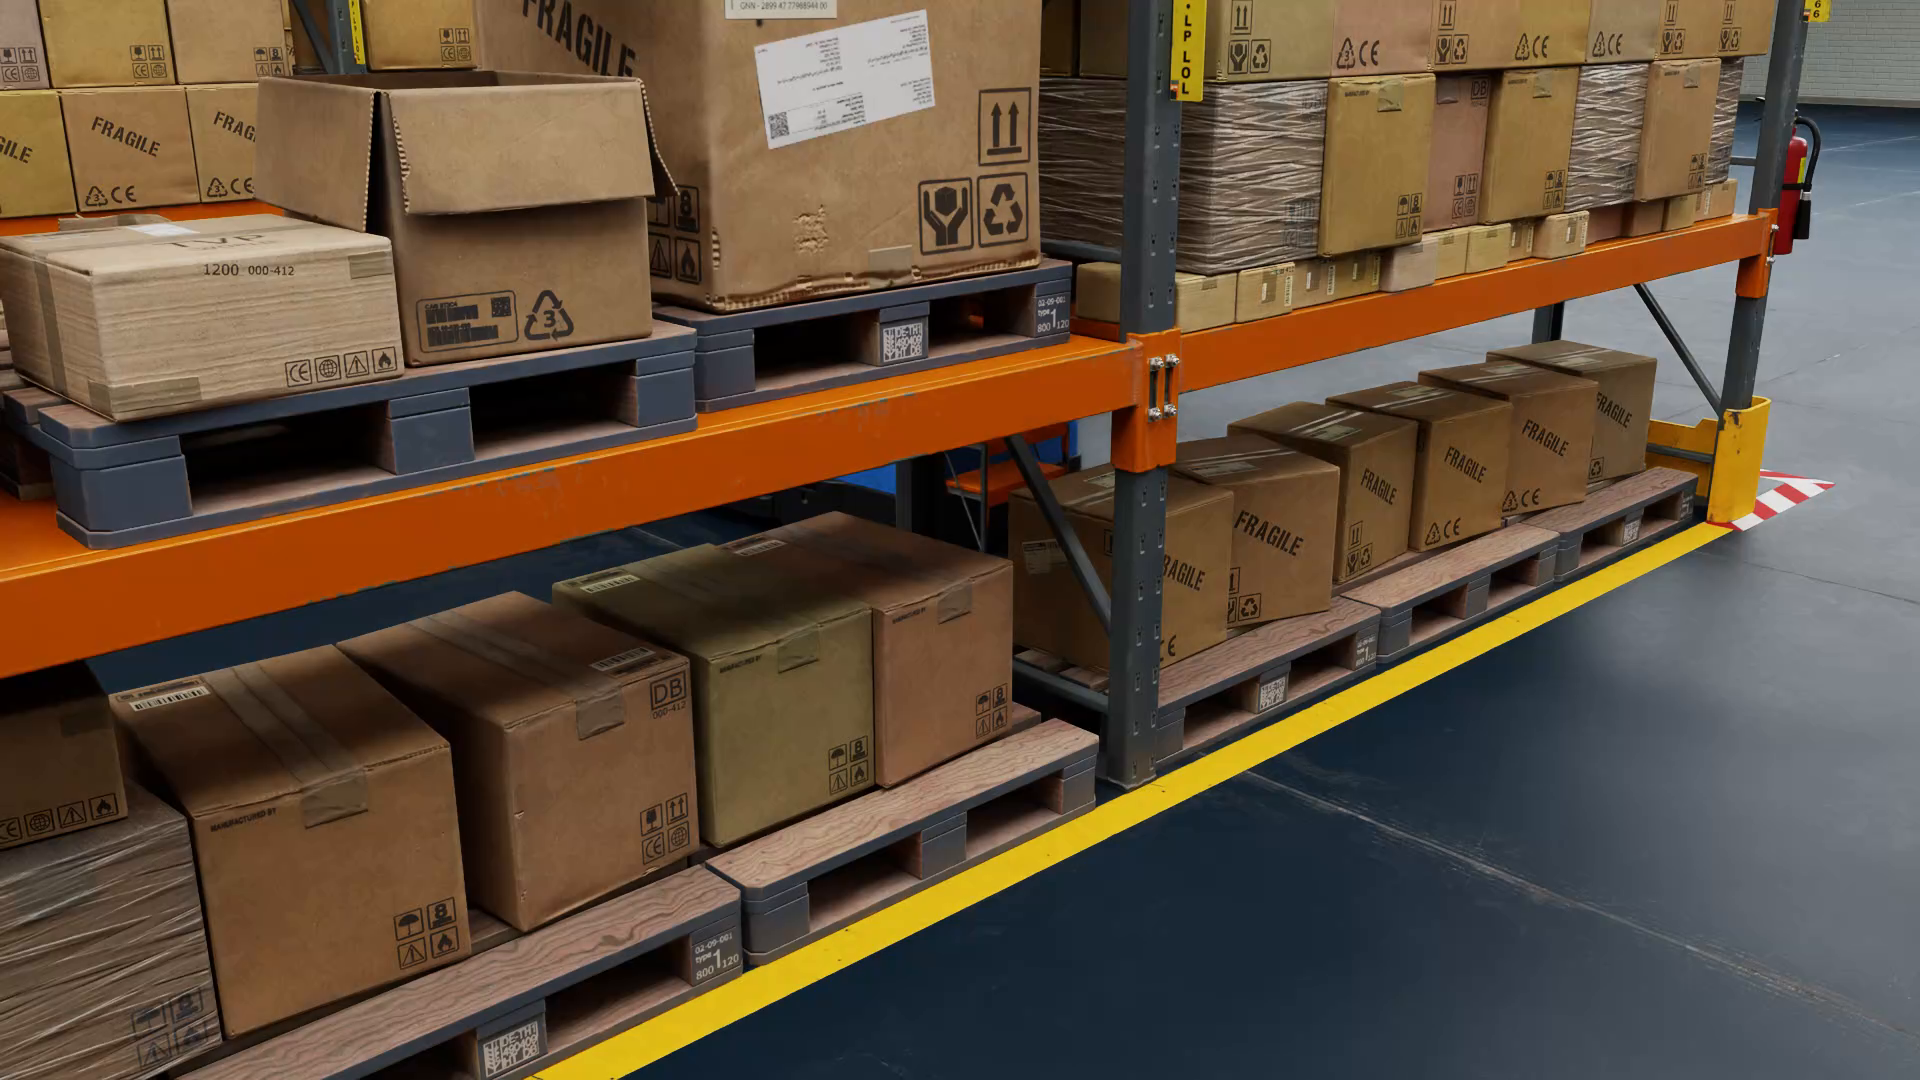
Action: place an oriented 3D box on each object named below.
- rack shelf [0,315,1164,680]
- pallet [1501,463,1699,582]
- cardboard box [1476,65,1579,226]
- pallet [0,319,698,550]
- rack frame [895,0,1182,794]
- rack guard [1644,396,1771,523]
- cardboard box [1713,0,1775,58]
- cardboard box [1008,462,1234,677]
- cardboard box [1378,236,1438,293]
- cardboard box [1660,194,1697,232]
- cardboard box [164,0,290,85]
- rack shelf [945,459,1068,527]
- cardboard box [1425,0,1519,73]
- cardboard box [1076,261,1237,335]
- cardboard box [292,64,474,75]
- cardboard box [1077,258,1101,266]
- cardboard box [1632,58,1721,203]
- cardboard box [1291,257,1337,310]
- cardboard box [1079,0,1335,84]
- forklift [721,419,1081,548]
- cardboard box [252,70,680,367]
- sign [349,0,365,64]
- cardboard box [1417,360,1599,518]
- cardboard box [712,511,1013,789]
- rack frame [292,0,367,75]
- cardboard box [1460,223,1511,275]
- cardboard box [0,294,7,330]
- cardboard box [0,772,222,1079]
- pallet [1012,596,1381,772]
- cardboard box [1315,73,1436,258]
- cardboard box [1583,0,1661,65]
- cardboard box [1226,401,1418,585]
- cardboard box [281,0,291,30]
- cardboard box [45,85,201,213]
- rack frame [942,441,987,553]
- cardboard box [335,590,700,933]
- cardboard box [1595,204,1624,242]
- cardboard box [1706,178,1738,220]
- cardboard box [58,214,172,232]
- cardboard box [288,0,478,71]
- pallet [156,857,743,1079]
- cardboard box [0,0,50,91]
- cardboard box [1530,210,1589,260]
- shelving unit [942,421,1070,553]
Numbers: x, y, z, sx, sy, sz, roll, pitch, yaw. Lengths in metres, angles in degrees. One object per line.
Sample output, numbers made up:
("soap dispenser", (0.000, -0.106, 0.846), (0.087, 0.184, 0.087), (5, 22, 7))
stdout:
("rack shelf", (-1.271, -0.062, 3.478), (4.000, 0.370, 1.077), (-16, 24, -41))
("pallet", (2.419, -0.168, 7.162), (1.213, 0.211, 1.003), (-16, 24, -41))
("cardboard box", (1.625, -1.421, 5.861), (0.500, 0.500, 0.875), (-16, 24, -41))
("pallet", (-1.314, -0.317, 3.411), (1.213, 0.211, 1.003), (-16, 24, -41))
("rack frame", (0.182, -0.828, 4.674), (0.127, 3.000, 1.000), (-16, 24, -41))
("rack guard", (3.033, -0.470, 7.624), (0.348, 0.500, 1.175), (-16, 24, -41))
("cardboard box", (2.858, -2.168, 6.542), (0.500, 0.500, 0.500), (-16, 24, -41))
("cardboard box", (0.500, 0.086, 5.228), (0.500, 0.500, 0.500), (17, 25, 42))
("cardboard box", (1.283, -0.894, 5.287), (0.250, 0.149, 0.380), (-16, 24, -41))
("cardboard box", (2.695, -1.332, 6.636), (0.250, 0.149, 0.380), (-16, 24, -41))
("cardboard box", (-3.509, -2.377, 7.670), (0.500, 0.500, 0.700), (-17, 24, -42))
("rack shelf", (0.173, -0.199, 6.515), (0.258, 0.148, 0.480), (16, 24, 40))
("cardboard box", (1.409, -1.743, 5.231), (0.500, 0.500, 0.500), (-16, 24, -41))
("cardboard box", (0.545, -0.686, 4.645), (0.250, 0.149, 0.380), (-16, 24, -41))
("cardboard box", (-2.893, -2.113, 8.394), (0.550, 0.550, 0.875), (-16, 24, -41))
("cardboard box", (0.324, -0.870, 5.213), (0.250, 0.149, 0.380), (-16, 24, -41))
("cardboard box", (2.389, -1.621, 6.476), (0.500, 0.500, 0.875), (-16, 24, -41))
("cardboard box", (0.898, -0.795, 4.982), (0.250, 0.149, 0.380), (-16, 24, -41))
("cardboard box", (0.683, -1.531, 4.577), (0.500, 0.500, 0.500), (-16, 24, -41))
("forklift", (-0.909, -1.670, 7.385), (3.031, 2.935, 1.130), (16, 24, 40))
("cardboard box", (-1.014, -0.688, 3.396), (0.637, 0.503, 0.797), (-13, 22, -35))
("sign", (-2.773, -2.354, 7.633), (0.005, 0.325, 0.100), (-16, 24, -41))
("cardboard box", (2.212, -0.423, 6.798), (0.500, 0.500, 0.500), (-9, 20, -27))
("cardboard box", (-0.279, 0.277, 4.605), (0.700, 0.500, 0.500), (16, 24, 40))
("rack frame", (-3.152, -1.961, 8.168), (0.127, 3.000, 1.000), (-16, 24, -41))
("cardboard box", (1.625, -1.007, 5.635), (0.250, 0.149, 0.380), (-16, 24, -41))
("cardboard box", (-4.245, -0.735, 7.355), (0.750, 0.750, 1.050), (-16, 24, -41))
("cardboard box", (-1.857, 0.733, 3.200), (0.700, 0.500, 0.500), (15, 24, 39))
("pallet", (0.646, 0.349, 5.567), (1.213, 0.211, 1.003), (-16, 24, -41))
("cardboard box", (0.939, -1.196, 5.166), (0.500, 0.500, 0.875), (-16, 24, -41))
("cardboard box", (2.134, -1.955, 5.886), (0.500, 0.500, 0.500), (-16, 24, -41))
("cardboard box", (1.308, -0.186, 6.068), (0.500, 0.500, 0.500), (15, 23, 39))
("cardboard box", (-5.072, -4.092, 12.477), (0.500, 0.500, 0.700), (-16, 24, -41))
("cardboard box", (-3.715, -1.731, 7.297), (0.500, 0.500, 0.500), (-17, 24, -41))
("rack frame", (0.009, -0.396, 6.261), (0.240, 1.200, 0.015), (16, 24, 40))
("cardboard box", (-1.045, 0.493, 3.940), (0.700, 0.500, 0.500), (15, 23, 39))
("cardboard box", (2.292, -1.238, 6.348), (0.250, 0.149, 0.380), (-16, 24, -41))
("cardboard box", (3.023, -1.449, 6.998), (0.250, 0.149, 0.380), (-16, 24, -41))
("cardboard box", (-1.698, -0.530, 3.292), (0.396, 0.266, 0.258), (17, 25, 42))
("cardboard box", (-2.861, -2.616, 8.196), (0.550, 0.550, 0.875), (-16, 24, -41))
("pallet", (-1.270, 0.924, 3.793), (1.213, 0.211, 1.003), (-16, 24, -41))
("cardboard box", (-4.249, -2.161, 7.002), (0.500, 0.500, 0.700), (-16, 24, -40))
("cardboard box", (2.005, -1.108, 5.945), (0.250, 0.149, 0.380), (-16, 24, -41))
("shelving unit", (0.174, -0.452, 6.432), (0.258, 1.200, 0.503), (16, 24, 40))
